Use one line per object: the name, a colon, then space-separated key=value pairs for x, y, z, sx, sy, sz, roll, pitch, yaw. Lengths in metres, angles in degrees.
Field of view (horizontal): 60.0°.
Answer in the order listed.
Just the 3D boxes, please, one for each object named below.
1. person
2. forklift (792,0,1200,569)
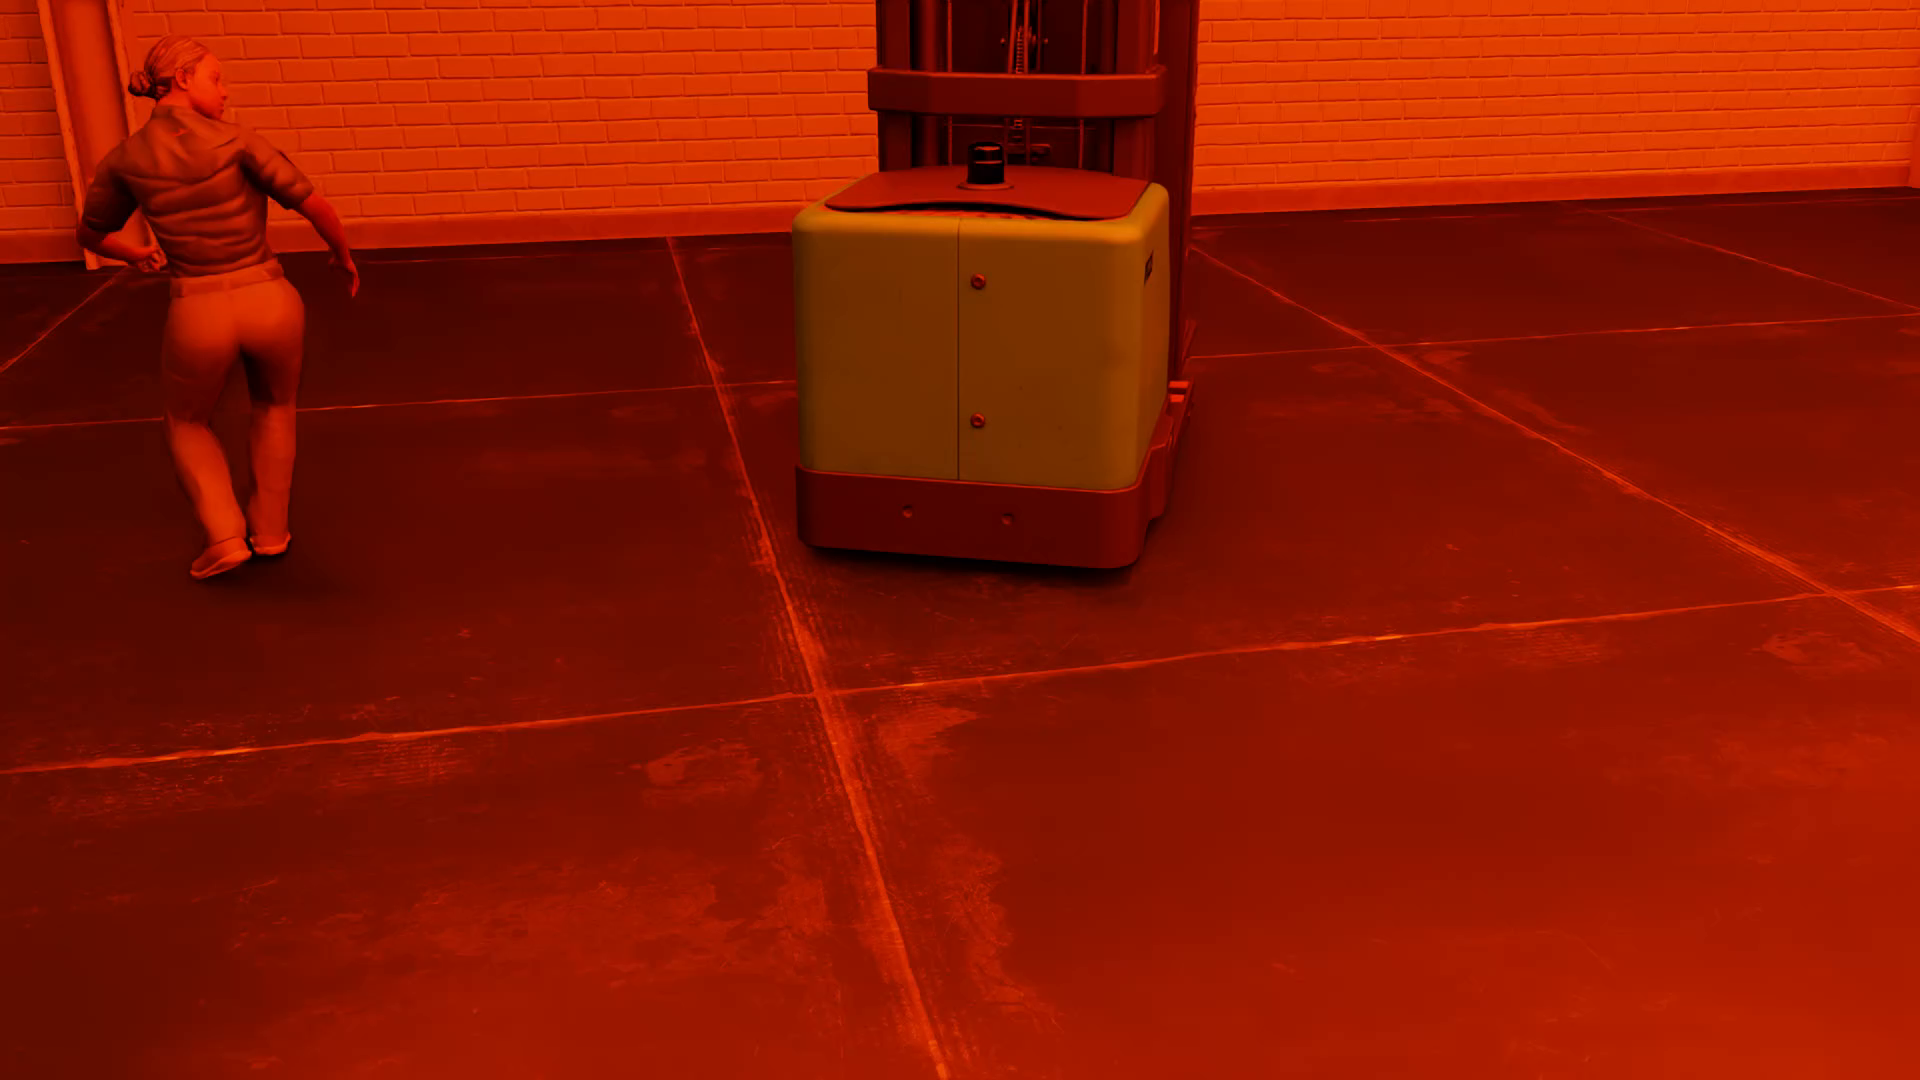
person: x=-2.161 y=-0.689 z=4.923 sx=0.741 sy=1.558 sz=0.712 roll=-8 pitch=22 yaw=-21
forklift: x=0.307 y=-1.777 z=5.843 sx=1.130 sy=2.935 sz=3.031 roll=4 pitch=21 yaw=11
